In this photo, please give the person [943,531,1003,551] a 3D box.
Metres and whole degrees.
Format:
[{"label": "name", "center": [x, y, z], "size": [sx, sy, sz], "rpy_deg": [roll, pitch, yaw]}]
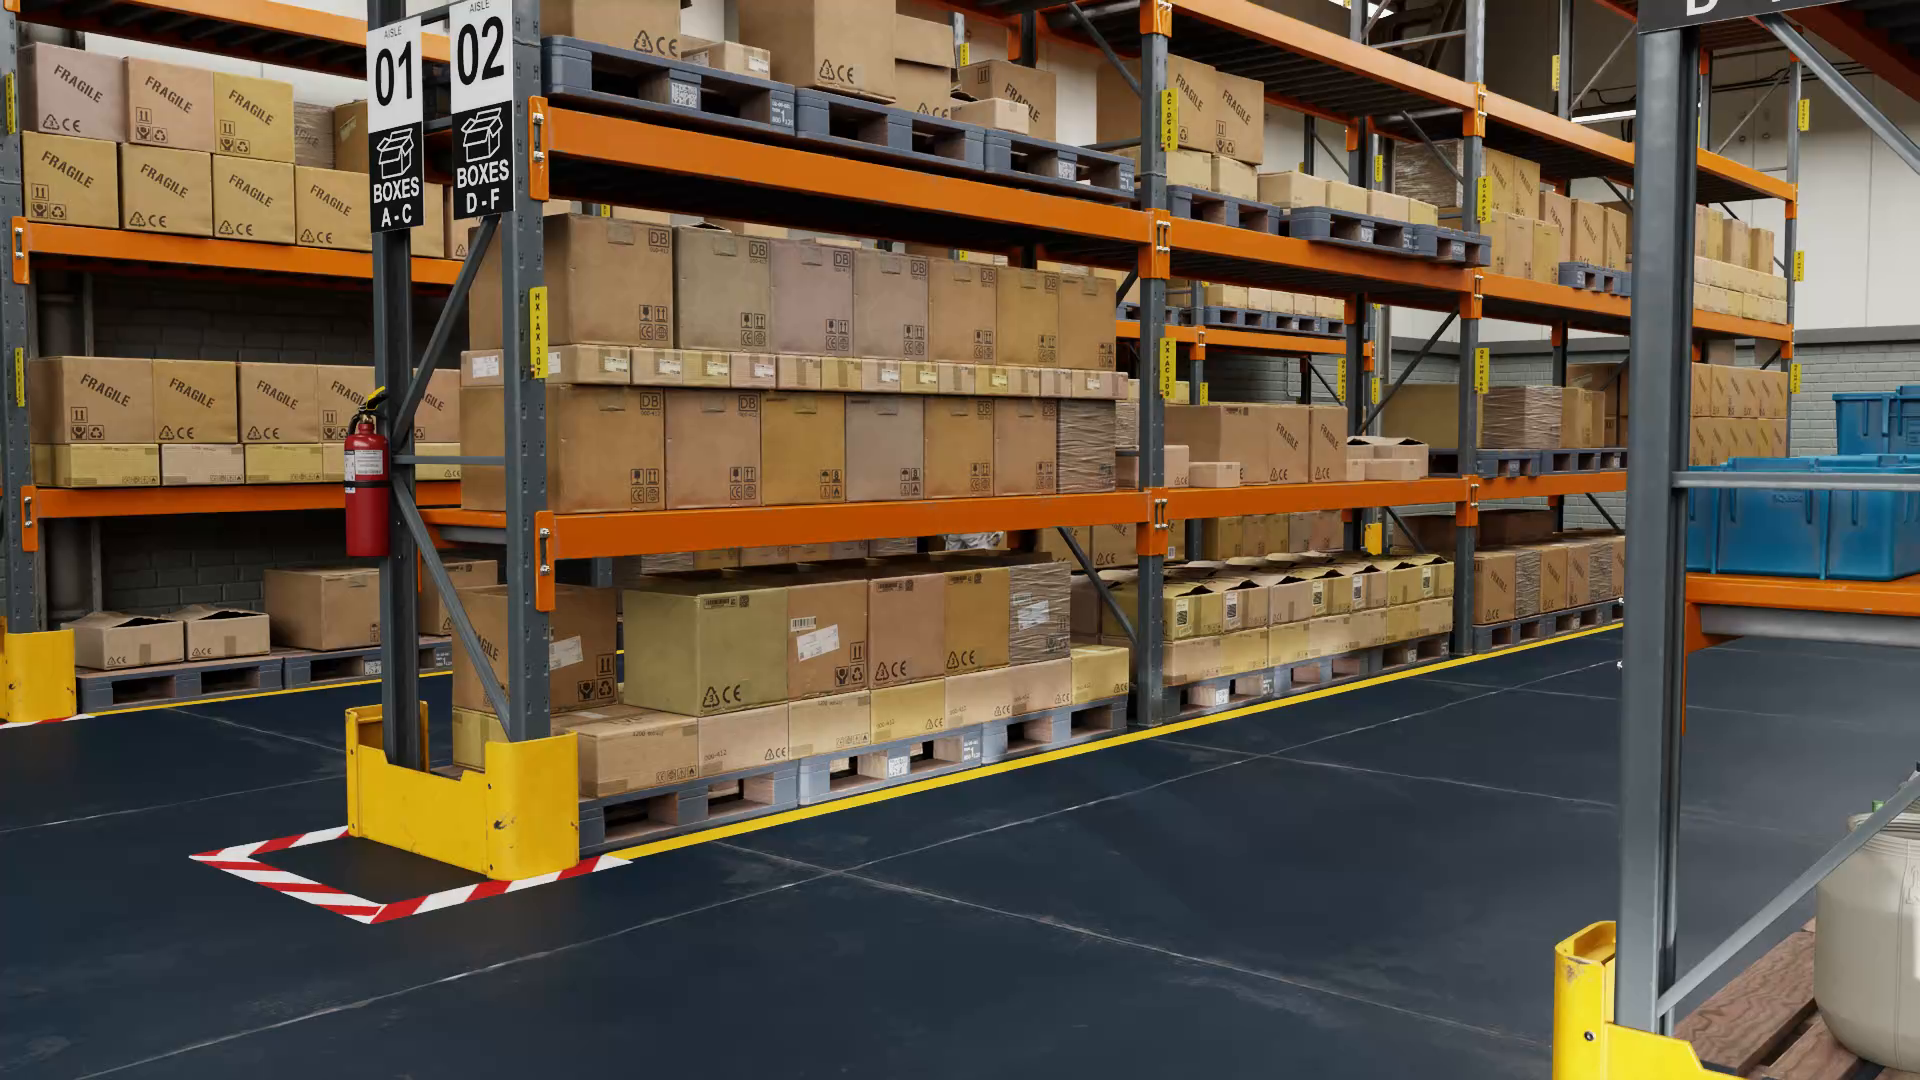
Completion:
[{"label": "person", "center": [0.086, -0.110, 13.344], "size": [0.608, 1.779, 0.450], "rpy_deg": [3, 5, 41]}]
